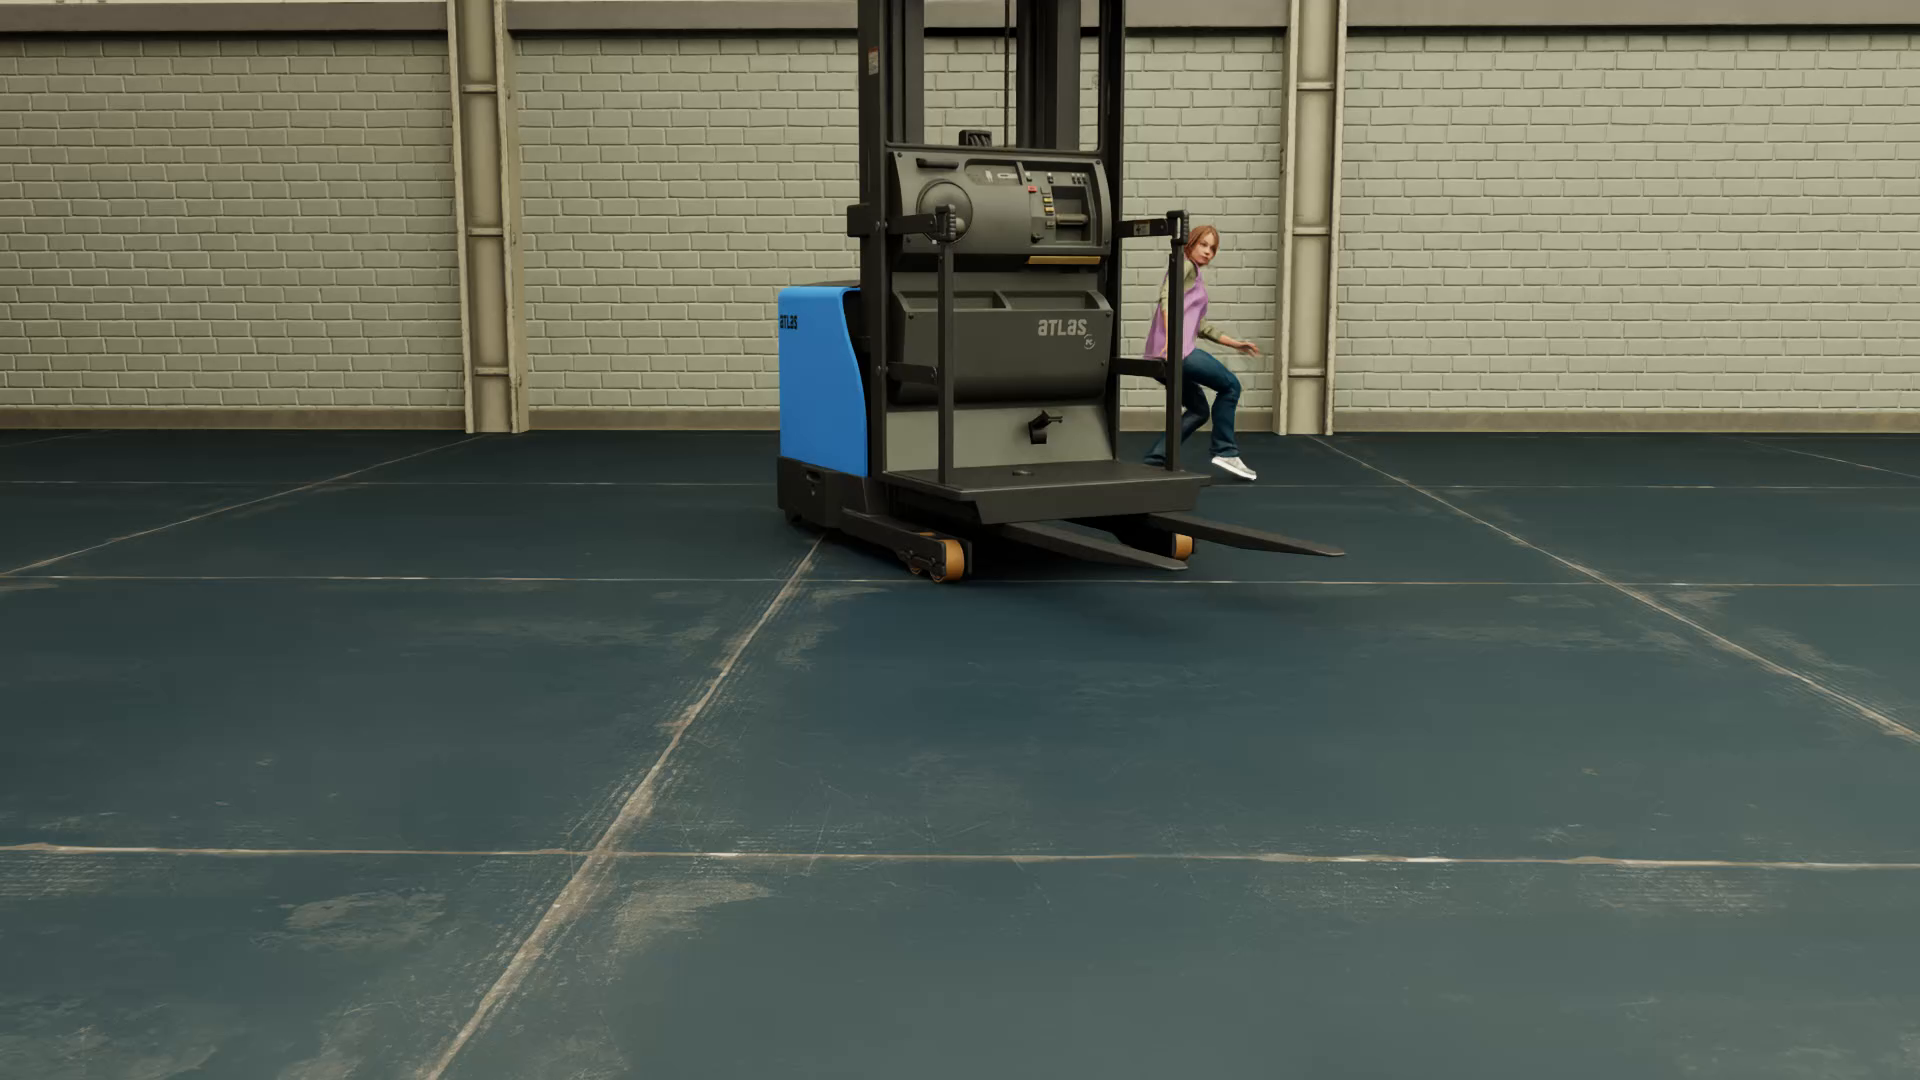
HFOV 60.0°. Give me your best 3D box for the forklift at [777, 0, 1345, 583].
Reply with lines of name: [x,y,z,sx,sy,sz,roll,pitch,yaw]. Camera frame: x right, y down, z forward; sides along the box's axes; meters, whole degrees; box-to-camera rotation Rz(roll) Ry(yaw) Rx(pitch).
forklift: [0.272,-1.366,6.366,1.130,2.935,3.031,-4,10,-26]

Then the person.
person: [1.352,-1.013,9.153,0.688,1.423,0.636,-1,9,-8]
